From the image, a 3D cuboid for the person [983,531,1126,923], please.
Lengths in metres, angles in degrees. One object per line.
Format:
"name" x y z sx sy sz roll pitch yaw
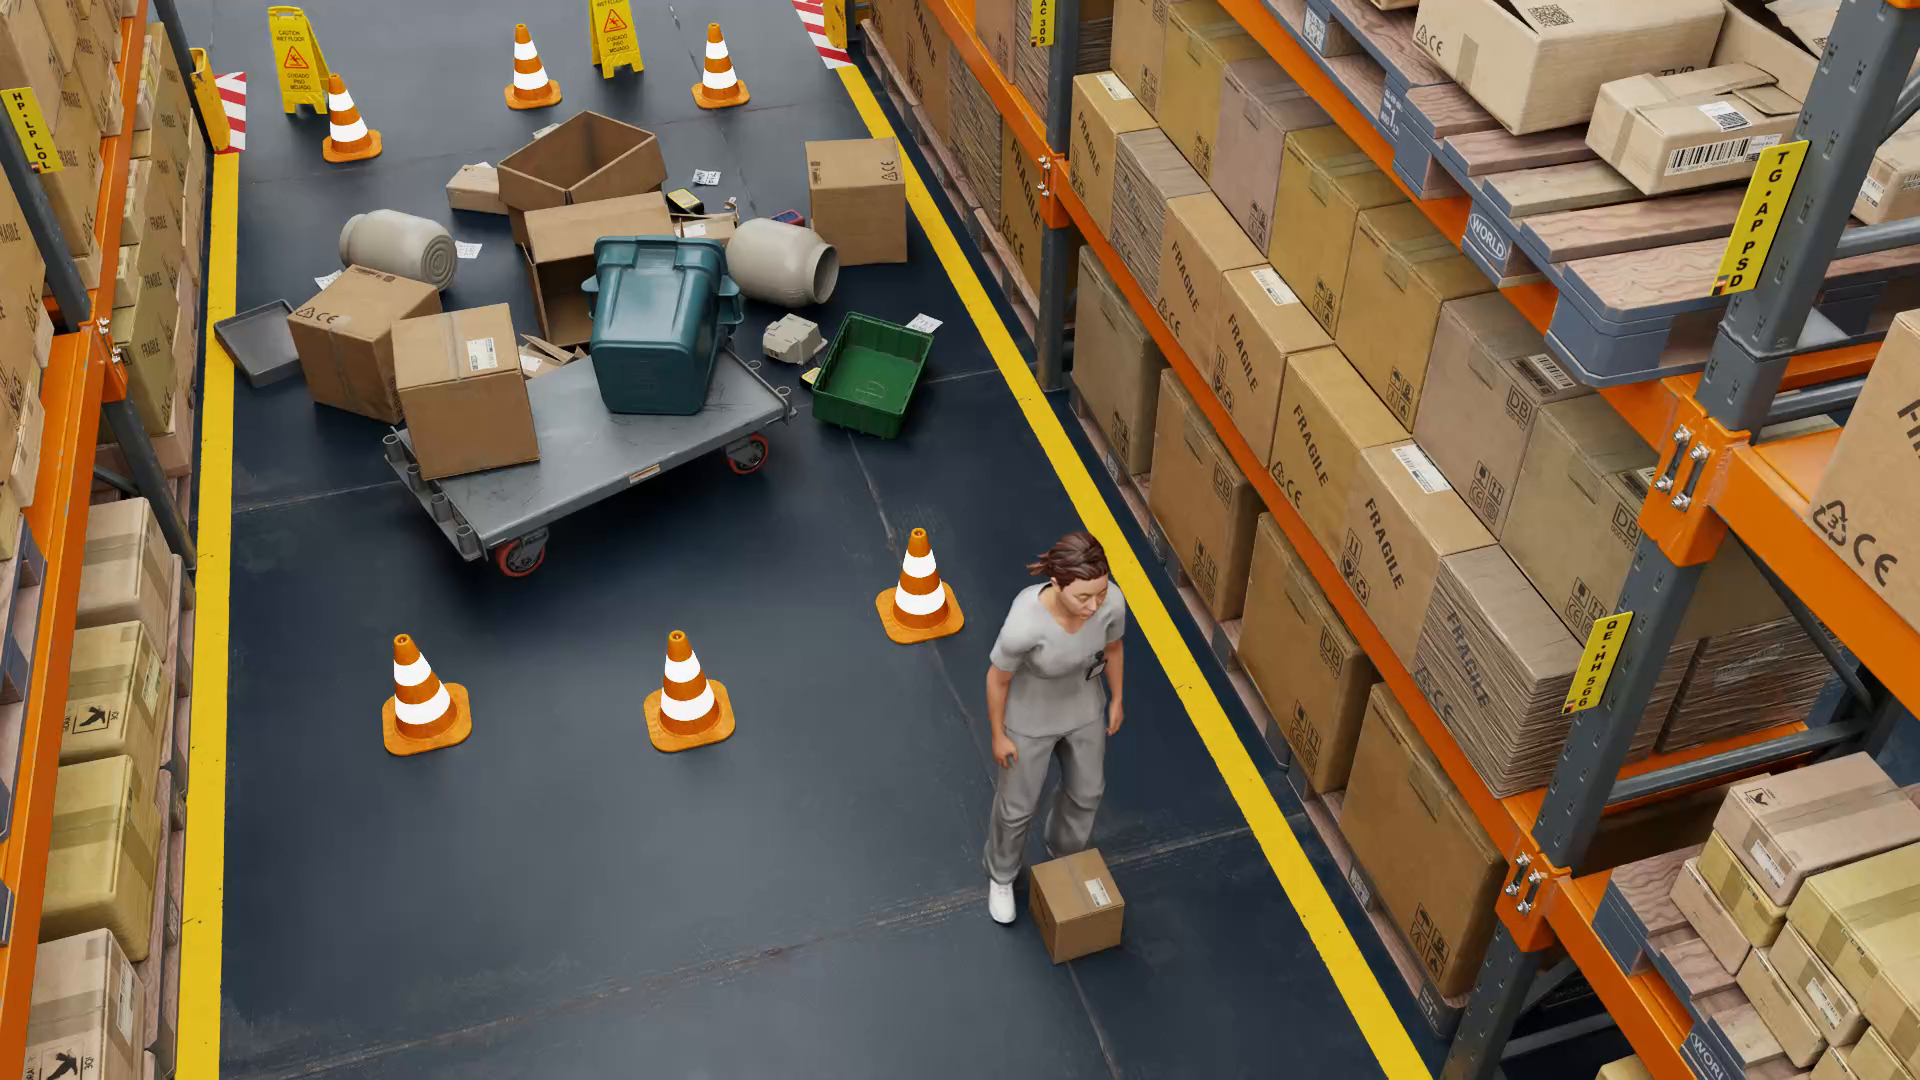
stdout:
"person" 0.311 0.597 5.508 0.514 1.671 0.362 -15 44 -16
